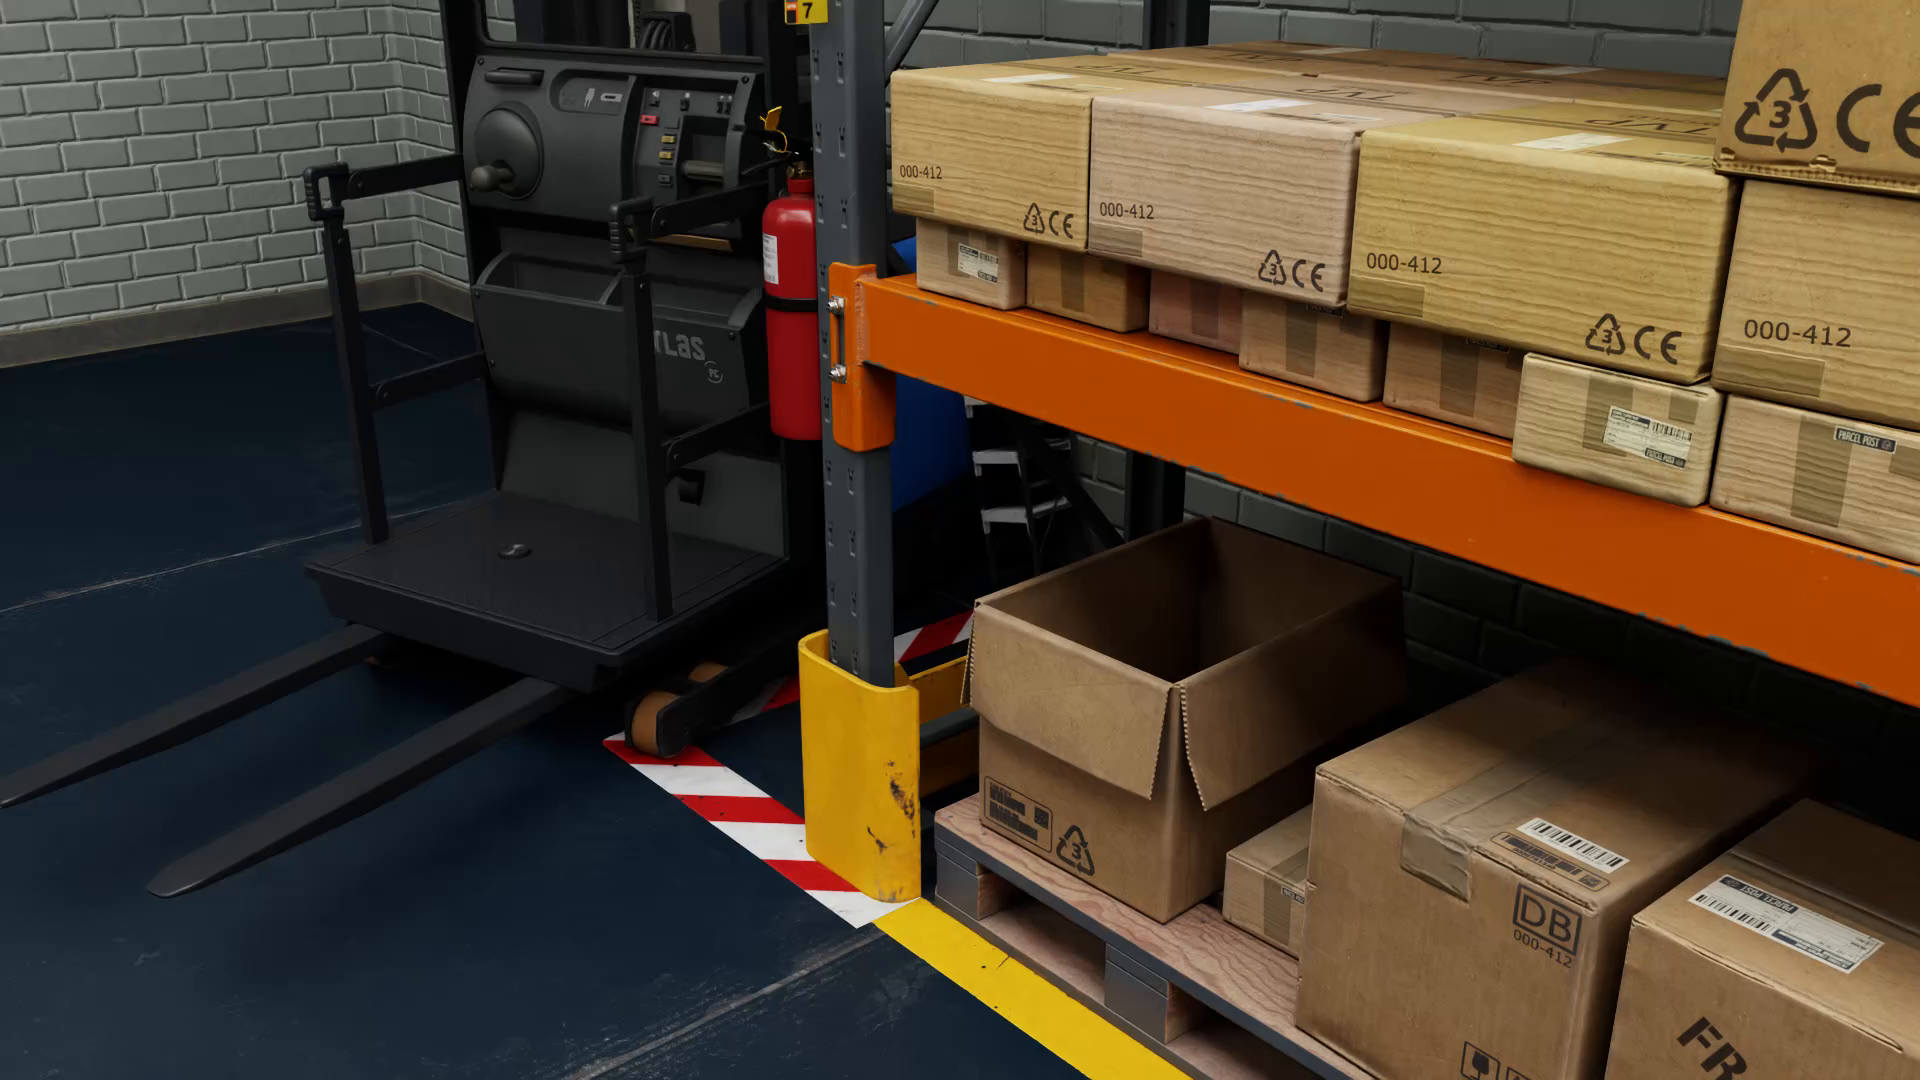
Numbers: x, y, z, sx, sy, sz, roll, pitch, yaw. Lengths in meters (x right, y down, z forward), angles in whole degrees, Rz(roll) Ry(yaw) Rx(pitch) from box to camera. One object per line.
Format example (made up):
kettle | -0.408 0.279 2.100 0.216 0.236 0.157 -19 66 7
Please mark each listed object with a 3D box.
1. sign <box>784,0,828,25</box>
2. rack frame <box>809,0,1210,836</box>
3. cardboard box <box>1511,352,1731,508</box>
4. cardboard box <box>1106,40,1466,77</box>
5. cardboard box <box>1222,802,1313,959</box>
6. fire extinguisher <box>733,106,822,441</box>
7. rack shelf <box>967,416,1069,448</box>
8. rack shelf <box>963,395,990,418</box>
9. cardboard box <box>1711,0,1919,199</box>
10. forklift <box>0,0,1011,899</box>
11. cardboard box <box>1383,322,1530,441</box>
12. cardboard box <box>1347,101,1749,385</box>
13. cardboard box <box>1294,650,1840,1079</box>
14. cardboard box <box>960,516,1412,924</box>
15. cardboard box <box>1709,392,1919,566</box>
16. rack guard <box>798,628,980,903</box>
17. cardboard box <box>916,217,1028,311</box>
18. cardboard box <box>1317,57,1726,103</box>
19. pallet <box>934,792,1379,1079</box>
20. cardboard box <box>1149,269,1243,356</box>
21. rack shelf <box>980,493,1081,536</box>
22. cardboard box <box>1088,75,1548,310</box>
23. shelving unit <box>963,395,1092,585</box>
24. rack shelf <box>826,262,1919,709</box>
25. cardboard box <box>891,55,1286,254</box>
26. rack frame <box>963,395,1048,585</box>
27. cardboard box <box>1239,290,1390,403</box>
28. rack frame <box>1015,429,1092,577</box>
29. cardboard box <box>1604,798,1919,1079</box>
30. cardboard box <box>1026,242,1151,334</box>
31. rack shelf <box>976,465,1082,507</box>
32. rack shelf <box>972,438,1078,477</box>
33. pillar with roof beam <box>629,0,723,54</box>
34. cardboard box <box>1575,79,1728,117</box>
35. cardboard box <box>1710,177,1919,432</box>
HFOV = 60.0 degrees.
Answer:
sign | -0.278 -1.099 2.990 0.100 0.325 0.005 -17 27 -37
rack frame | 0.133 -0.825 3.478 1.000 3.000 0.127 -17 27 -37
cardboard box | 0.943 -0.184 2.186 0.380 0.149 0.250 -18 28 -39
cardboard box | 0.634 -0.830 3.288 0.500 0.250 0.500 -16 27 -36
cardboard box | 0.708 0.625 3.109 0.380 0.149 0.250 -19 28 -39
fire extinguisher | -0.313 -0.546 3.383 0.296 0.674 0.183 -17 27 -37
rack shelf | 0.186 -0.343 5.049 0.258 0.077 0.200 -17 13 -39
rack shelf | 0.172 -0.430 5.033 0.258 0.077 0.200 -17 13 -39
cardboard box | 1.204 -0.639 1.772 0.500 0.500 0.500 -17 27 -36
forklift | -1.014 -1.017 4.061 1.130 2.935 3.031 12 25 29
cardboard box | 0.835 -0.272 2.410 0.380 0.149 0.250 -17 27 -37
cardboard box | 0.887 -0.426 2.256 0.500 0.250 0.500 -18 28 -38
cardboard box | 0.989 0.580 2.741 0.700 0.500 0.500 -16 27 -35
cardboard box | 0.460 0.333 3.367 0.797 0.503 0.637 -19 28 -39
cardboard box | 1.130 -0.116 2.013 0.380 0.149 0.250 -17 27 -36
rack guard | 0.182 0.360 3.880 1.175 0.500 0.348 -17 27 -37
cardboard box | 0.139 -0.552 3.125 0.380 0.149 0.250 -18 27 -38
cardboard box | 0.970 -0.687 2.923 0.500 0.250 0.500 -17 27 -37
pallet | 0.703 0.714 3.371 1.003 0.211 1.213 -17 27 -37
cardboard box | 0.538 -0.428 2.809 0.380 0.149 0.250 -18 28 -38
rack shelf | 0.226 -0.080 5.094 0.258 0.077 0.200 -17 13 -39
cardboard box | 0.554 -0.565 2.612 0.500 0.250 0.500 -17 27 -37
shelving unit | 0.194 -0.288 5.058 0.258 0.900 0.210 -17 13 -39
rack shelf | 1.438 0.062 2.198 1.077 0.370 4.000 -17 27 -37
cardboard box | 0.225 -0.704 2.967 0.500 0.250 0.500 -17 27 -37
rack frame | 0.128 -0.291 5.135 0.240 0.900 0.006 -17 13 -39
cardboard box | 0.657 -0.344 2.594 0.380 0.149 0.250 -16 27 -36
rack frame | 0.261 -0.284 4.981 0.240 0.900 0.006 -17 13 -39
cardboard box | 1.258 0.750 2.308 0.500 0.500 0.500 -17 27 -36
cardboard box | 0.341 -0.493 2.974 0.380 0.149 0.250 -17 27 -36
rack shelf | 0.212 -0.167 5.079 0.258 0.077 0.200 -17 13 -39
rack shelf | 0.199 -0.255 5.064 0.258 0.077 0.200 -17 13 -39
pillar with roof beam | -4.206 -3.553 2.217 9.100 9.000 0.400 -17 27 -37
cardboard box | 1.289 -0.549 2.571 0.500 0.250 0.500 -16 27 -36
cardboard box | 1.237 -0.290 1.908 0.500 0.250 0.500 -18 28 -39
